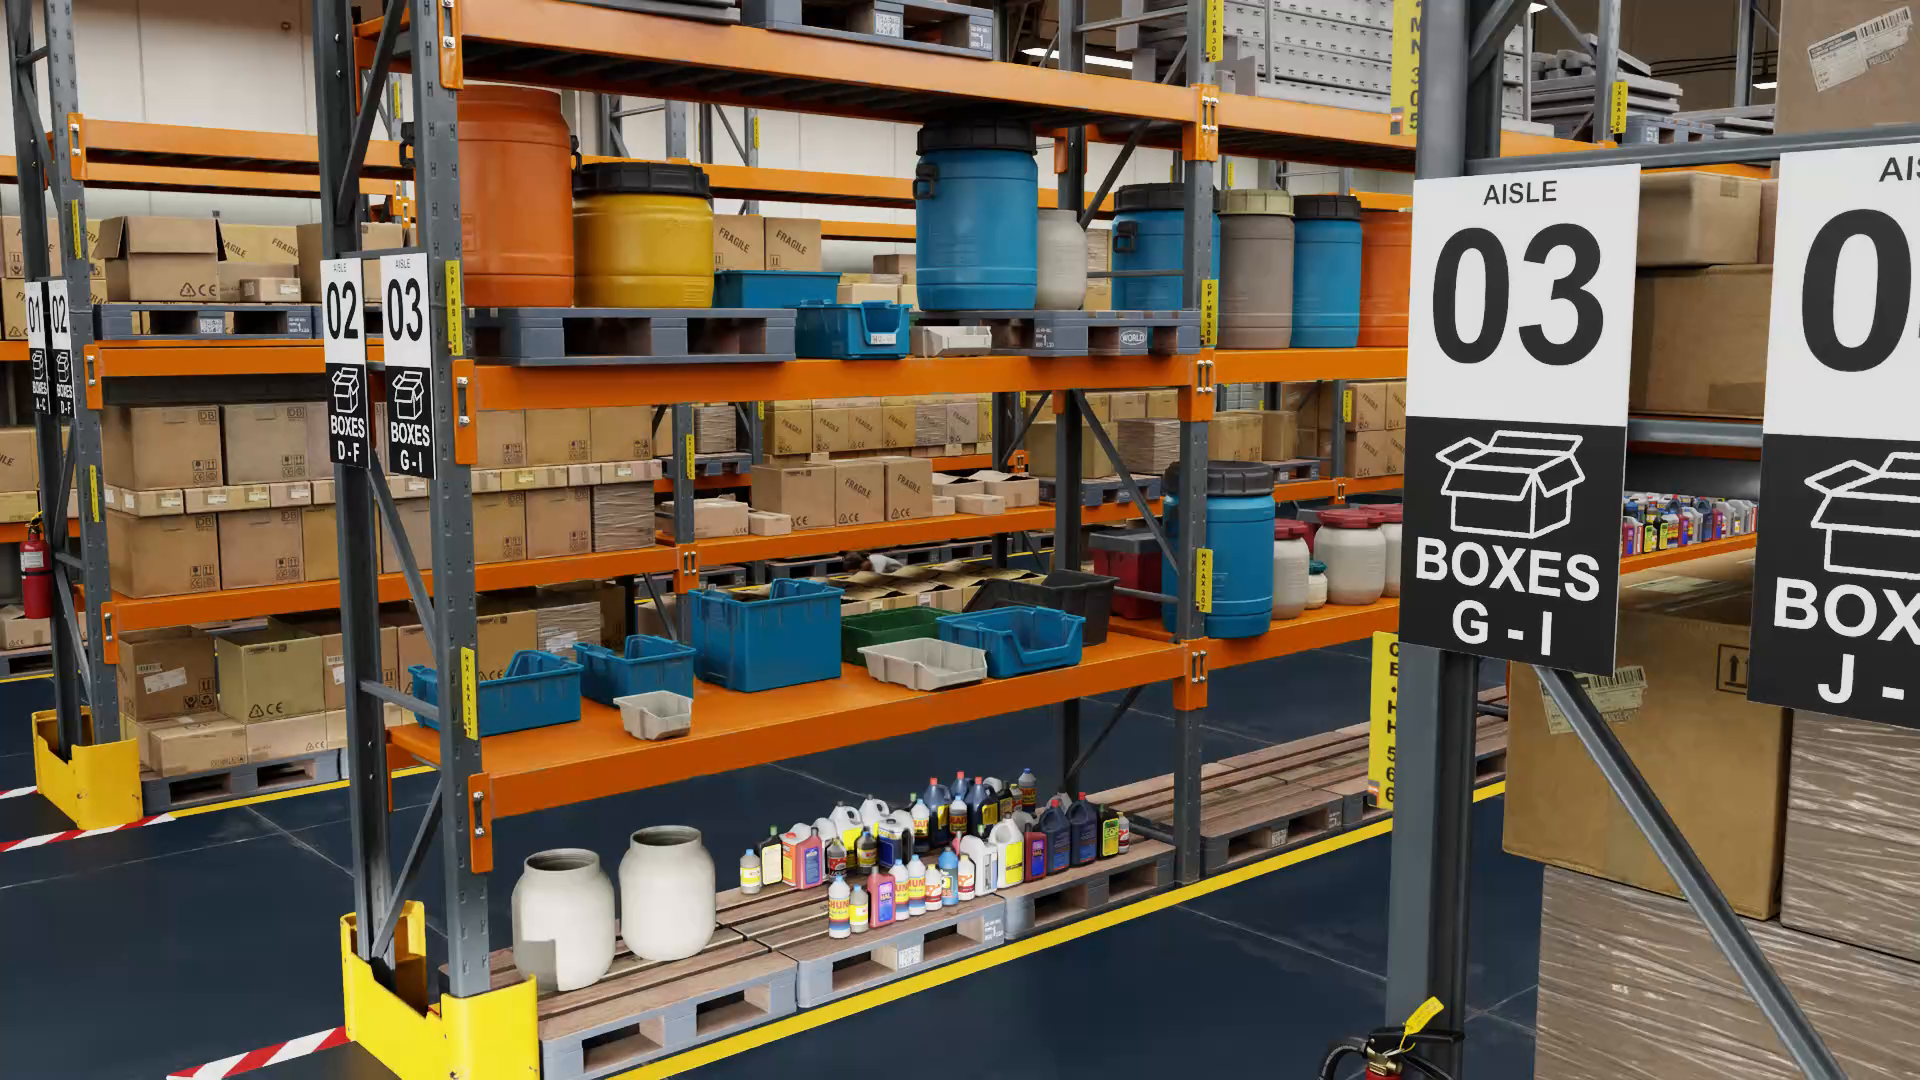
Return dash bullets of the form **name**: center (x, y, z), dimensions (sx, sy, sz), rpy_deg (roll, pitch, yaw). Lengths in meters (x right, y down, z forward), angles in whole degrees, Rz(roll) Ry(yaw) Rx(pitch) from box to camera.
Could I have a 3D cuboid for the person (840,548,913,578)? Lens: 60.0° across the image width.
- **person**: center (-0.847, 0.457, 16.499), dimensions (0.866, 0.746, 0.444), rpy_deg (-7, 10, -42)
